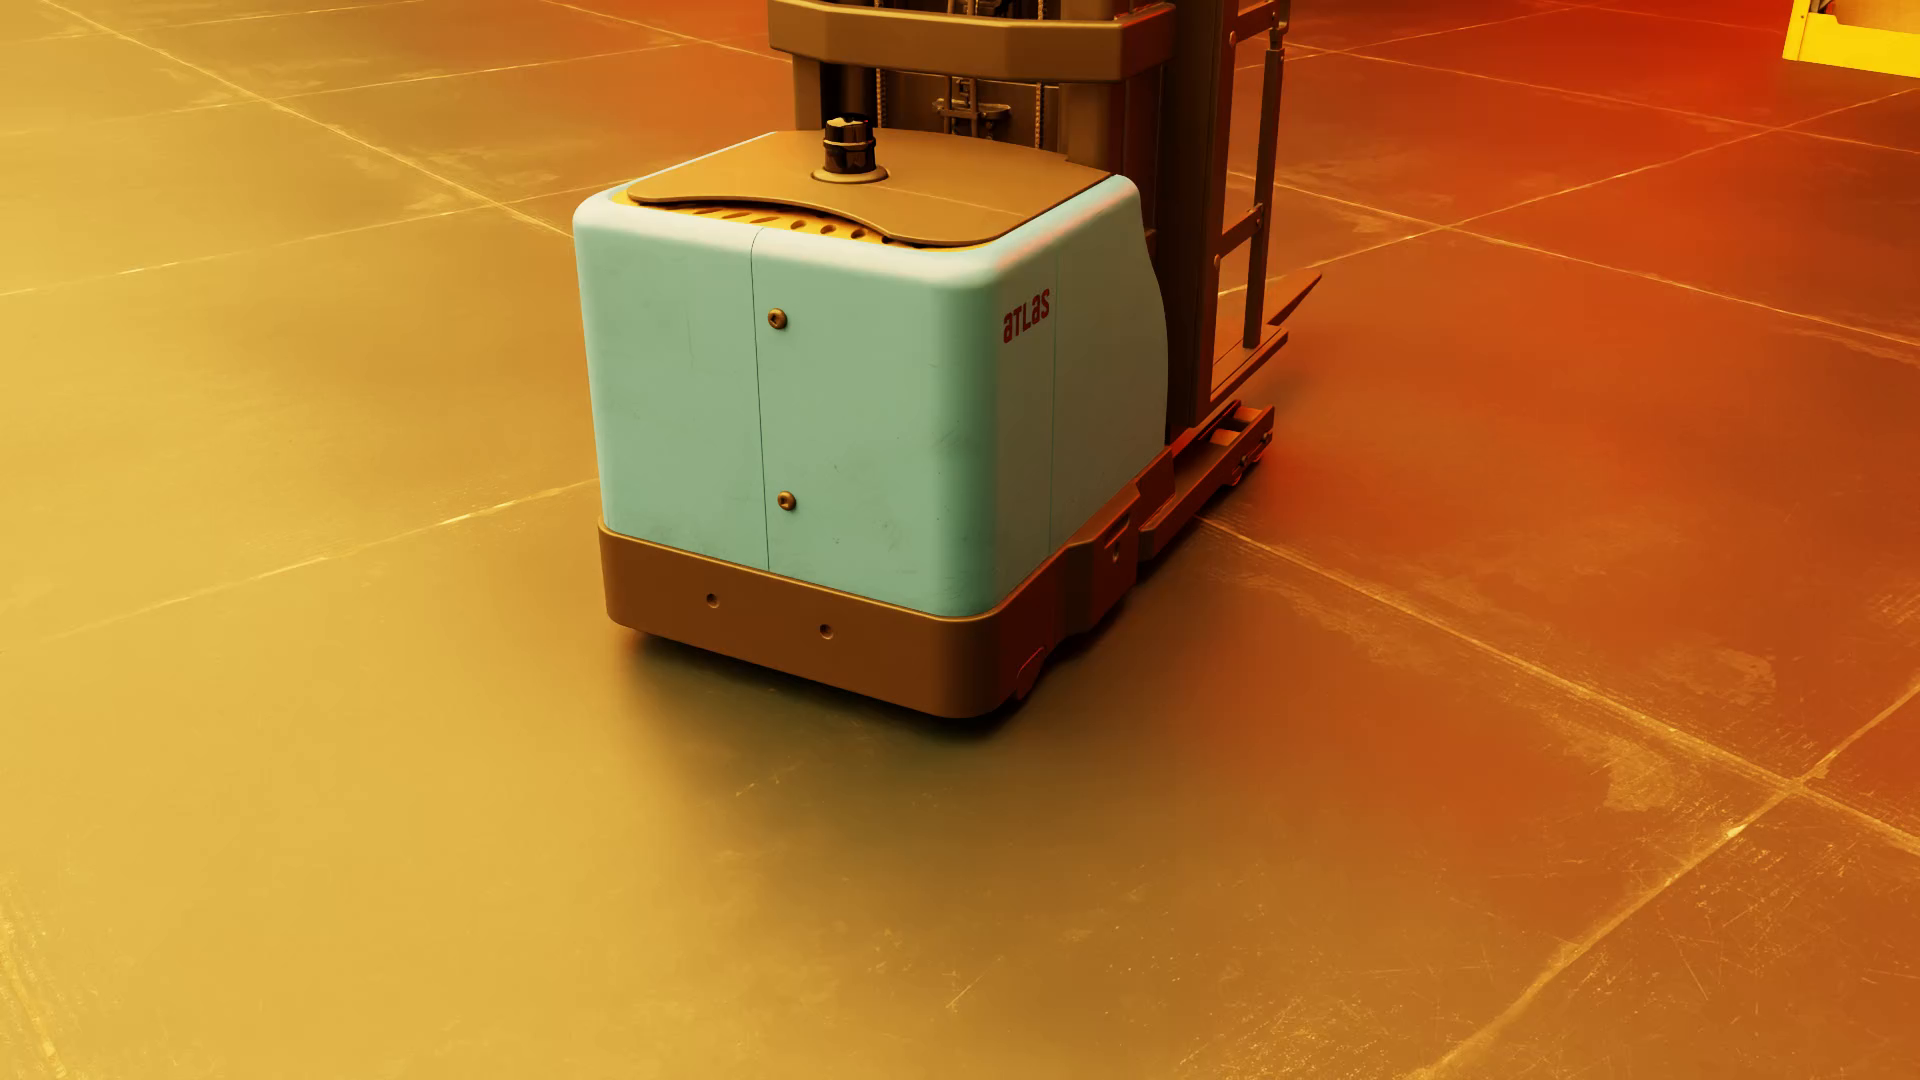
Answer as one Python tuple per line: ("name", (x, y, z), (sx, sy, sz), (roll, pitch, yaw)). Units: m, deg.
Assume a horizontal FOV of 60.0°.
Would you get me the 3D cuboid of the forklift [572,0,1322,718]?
("forklift", (0.285, -1.552, 4.331), (1.130, 2.935, 3.031), (13, 29, 25))
